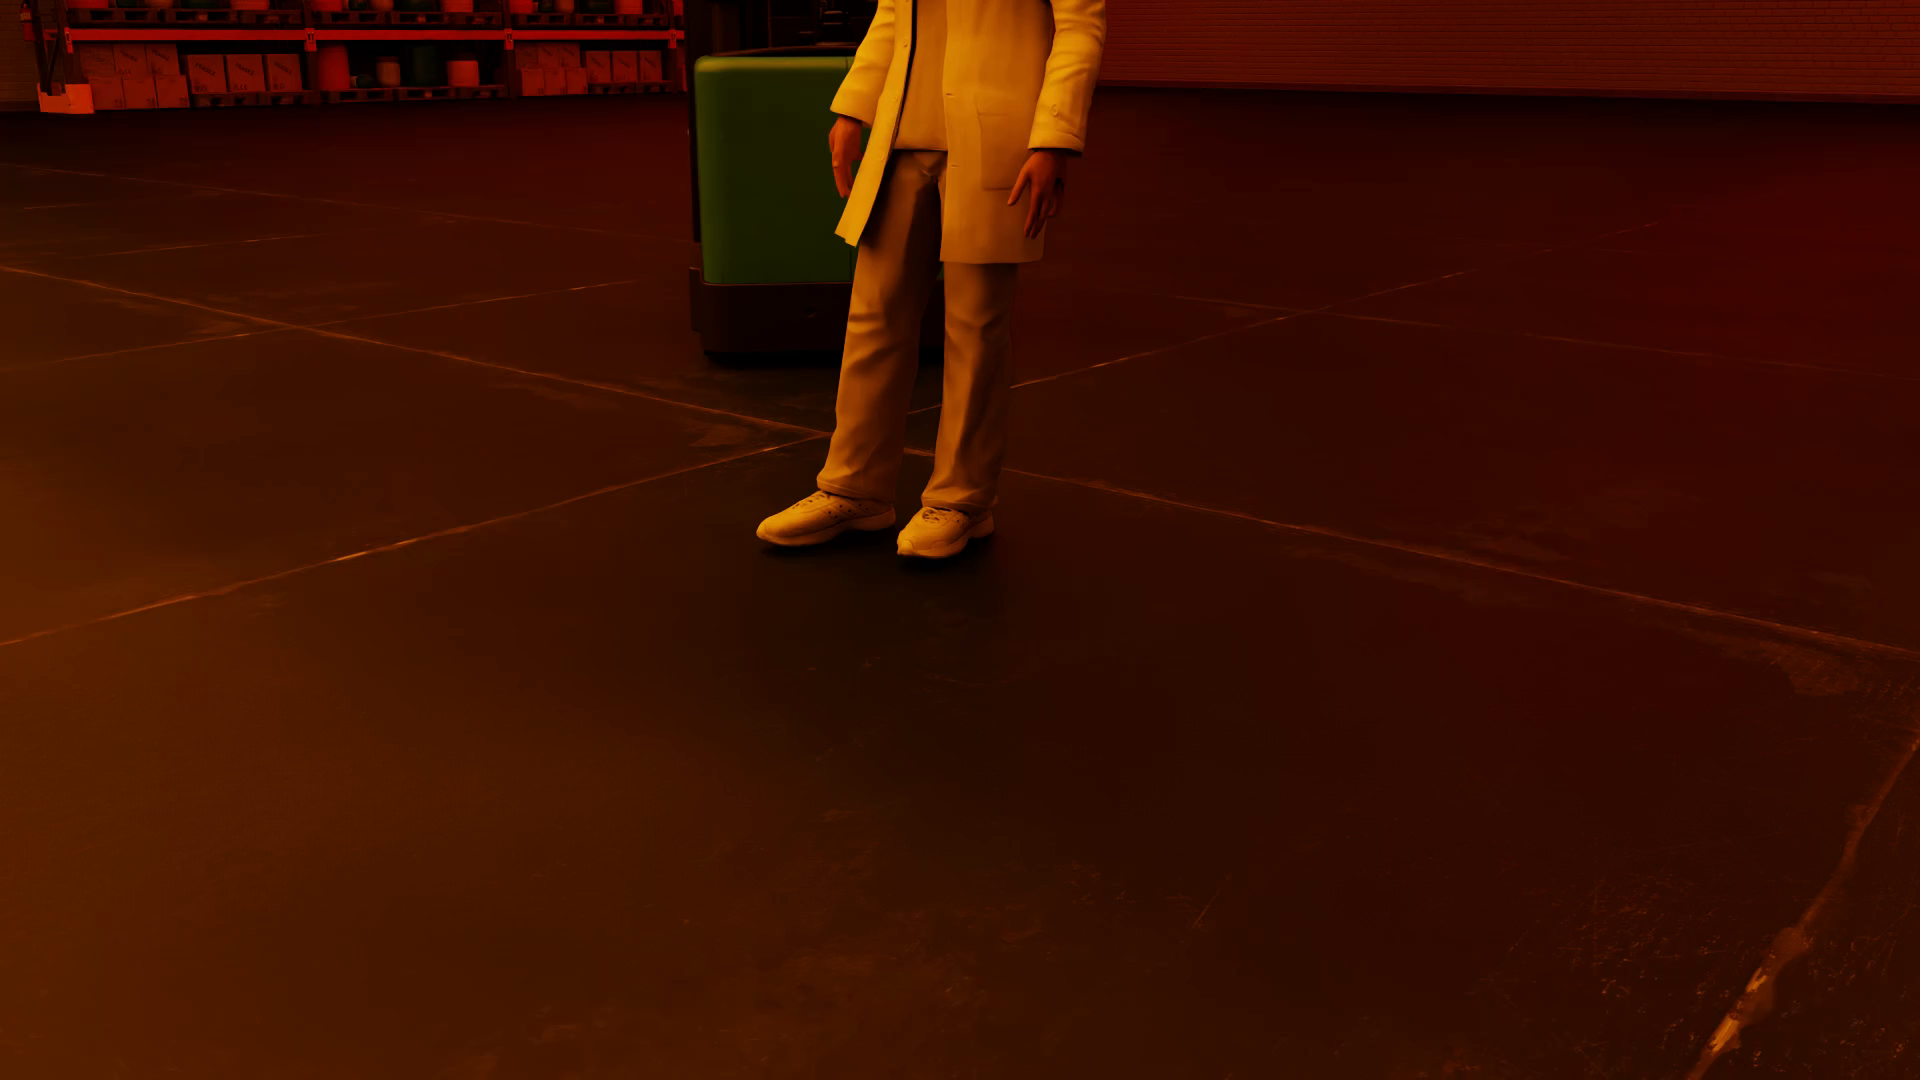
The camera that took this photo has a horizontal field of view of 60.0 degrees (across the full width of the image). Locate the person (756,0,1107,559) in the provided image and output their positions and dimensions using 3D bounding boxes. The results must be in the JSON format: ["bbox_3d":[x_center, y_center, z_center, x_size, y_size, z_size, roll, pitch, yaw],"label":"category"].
[{"bbox_3d":[-0.061,-0.838,3.618,0.696,1.775,0.581,13,21,37],"label":"person"}]

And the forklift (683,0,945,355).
[{"bbox_3d":[-0.623,-2.448,6.959,1.130,2.935,3.031,-3,17,-9],"label":"forklift"}]
